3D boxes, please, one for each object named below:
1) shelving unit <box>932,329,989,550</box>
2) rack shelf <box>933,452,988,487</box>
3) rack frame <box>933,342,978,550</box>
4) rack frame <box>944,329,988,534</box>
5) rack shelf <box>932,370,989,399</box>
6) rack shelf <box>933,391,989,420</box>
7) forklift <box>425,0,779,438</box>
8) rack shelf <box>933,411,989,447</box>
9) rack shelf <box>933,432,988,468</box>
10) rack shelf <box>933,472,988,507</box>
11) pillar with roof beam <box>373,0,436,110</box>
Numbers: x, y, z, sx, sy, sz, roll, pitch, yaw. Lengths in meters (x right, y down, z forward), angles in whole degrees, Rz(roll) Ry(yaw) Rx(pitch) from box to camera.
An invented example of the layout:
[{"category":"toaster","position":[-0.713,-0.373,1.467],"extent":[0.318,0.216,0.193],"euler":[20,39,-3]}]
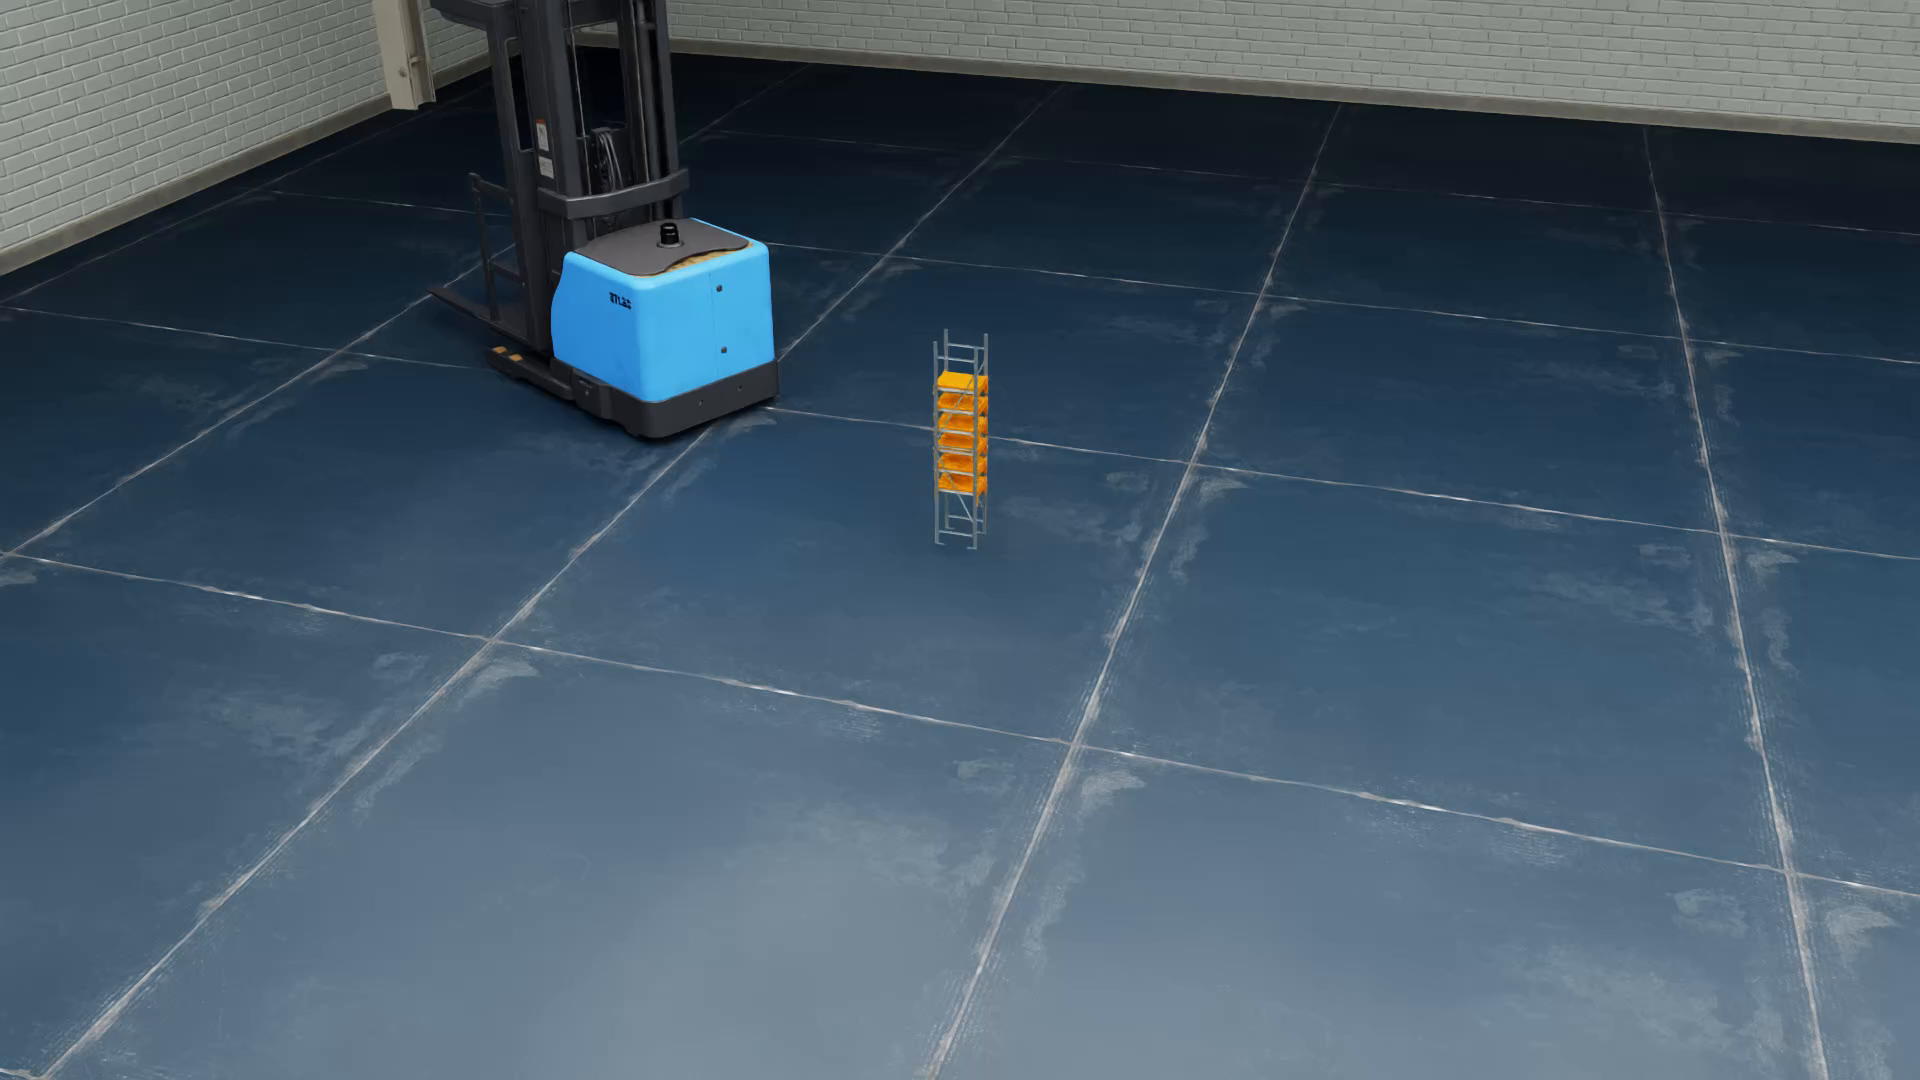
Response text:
[{"category":"shelving unit","position":[0.004,-0.531,8.970],"extent":[0.258,1.200,0.189],"euler":[8,30,15]},{"category":"rack shelf","position":[0.004,-0.387,9.050],"extent":[0.258,0.103,0.180],"euler":[8,30,15]},{"category":"rack frame","position":[-0.023,-0.489,8.894],"extent":[0.240,1.200,0.006],"euler":[8,30,15]},{"category":"rack frame","position":[0.031,-0.574,9.047],"extent":[0.240,1.200,0.006],"euler":[8,30,15]},{"category":"rack shelf","position":[0.004,-0.807,8.817],"extent":[0.258,0.103,0.180],"euler":[8,30,15]},{"category":"rack shelf","position":[0.004,-0.702,8.875],"extent":[0.258,0.103,0.180],"euler":[8,30,15]},{"category":"forklift","position":[-2.580,-2.522,10.769],"extent":[3.031,2.935,1.130],"euler":[26,38,38]},{"category":"rack shelf","position":[0.004,-0.597,8.934],"extent":[0.258,0.103,0.180],"euler":[8,30,15]},{"category":"rack shelf","position":[0.004,-0.492,8.992],"extent":[0.258,0.103,0.180],"euler":[8,30,15]},{"category":"rack shelf","position":[0.004,-0.282,9.109],"extent":[0.258,0.103,0.180],"euler":[8,30,15]},{"category":"pillar with roof beam","position":[-1.632,-7.899,14.192],"extent":[9.100,9.000,0.400],"euler":[8,30,15]}]
